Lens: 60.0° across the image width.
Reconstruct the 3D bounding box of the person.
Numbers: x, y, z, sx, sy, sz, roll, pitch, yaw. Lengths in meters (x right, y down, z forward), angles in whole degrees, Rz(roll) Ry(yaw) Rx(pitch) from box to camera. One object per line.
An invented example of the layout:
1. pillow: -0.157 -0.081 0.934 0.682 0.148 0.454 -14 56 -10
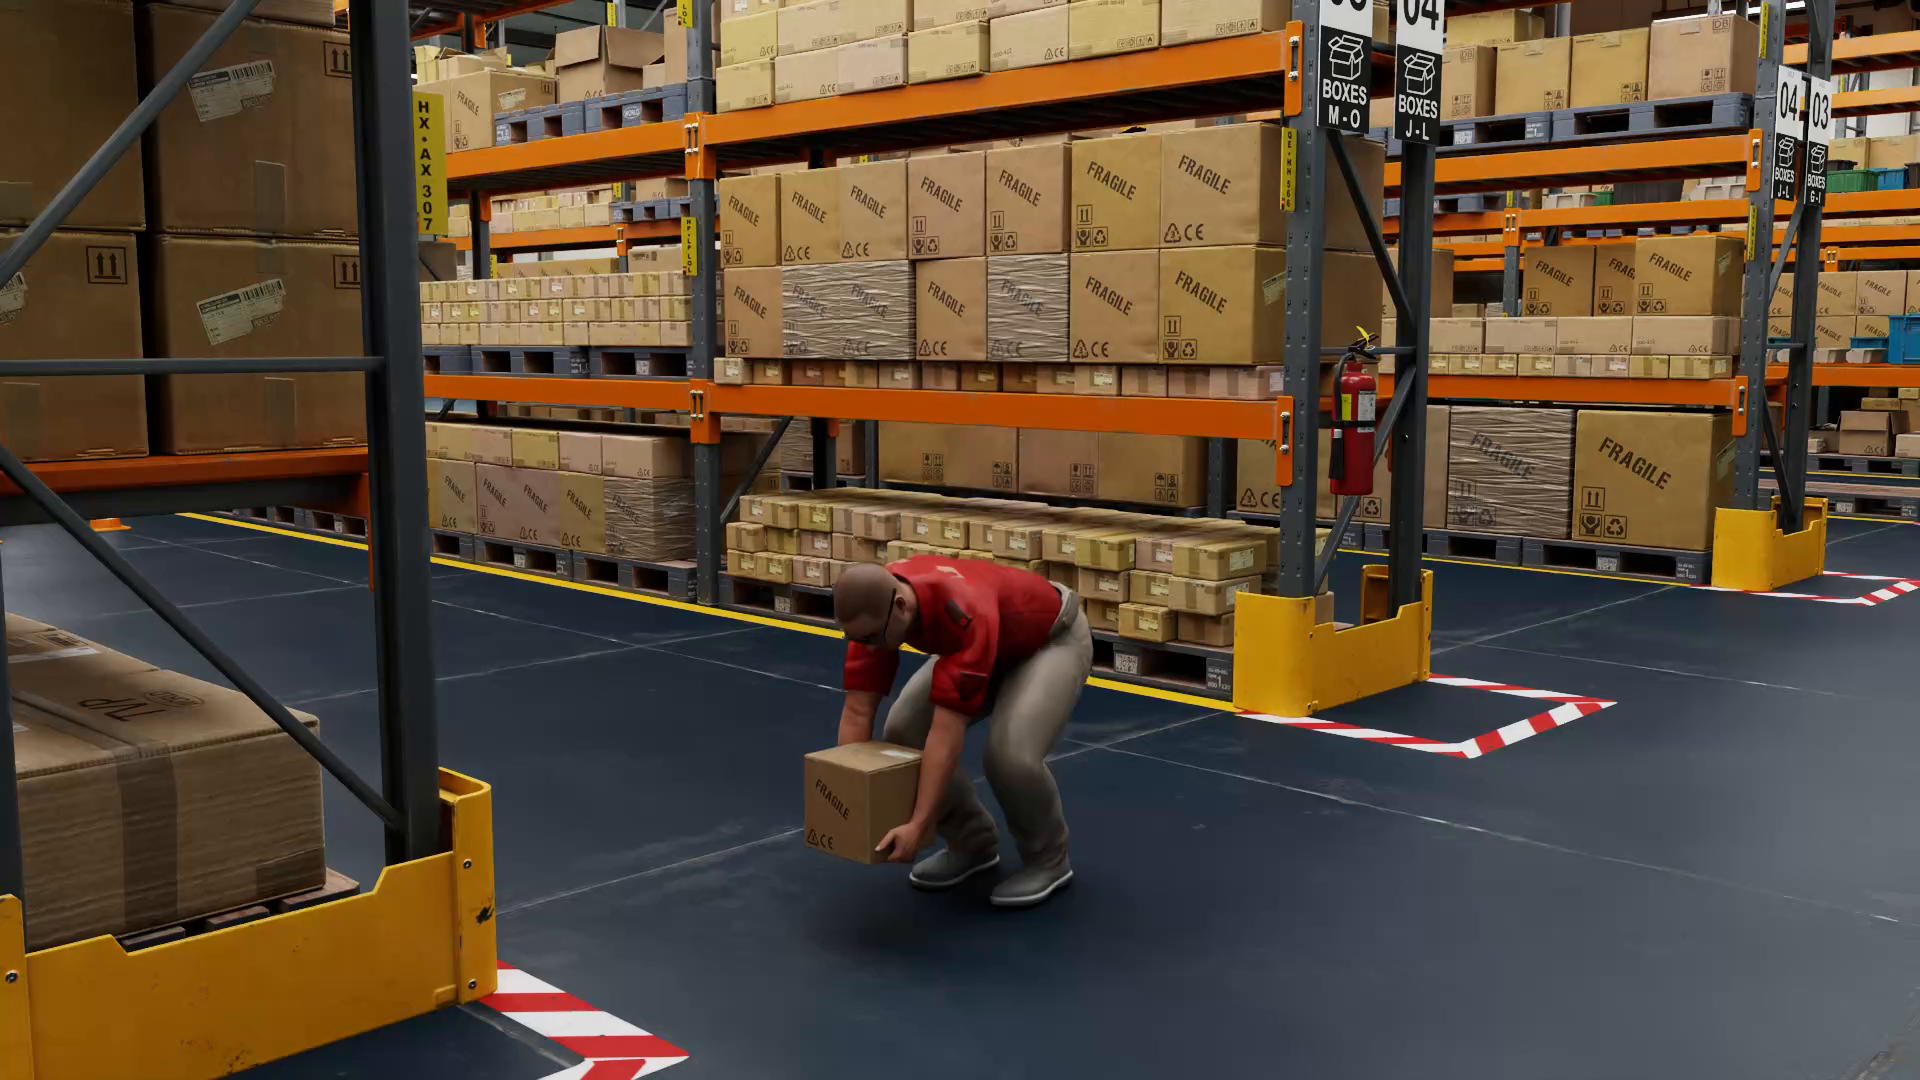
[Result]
1. person: -0.009 0.516 4.629 0.518 0.997 0.940 6 9 41
